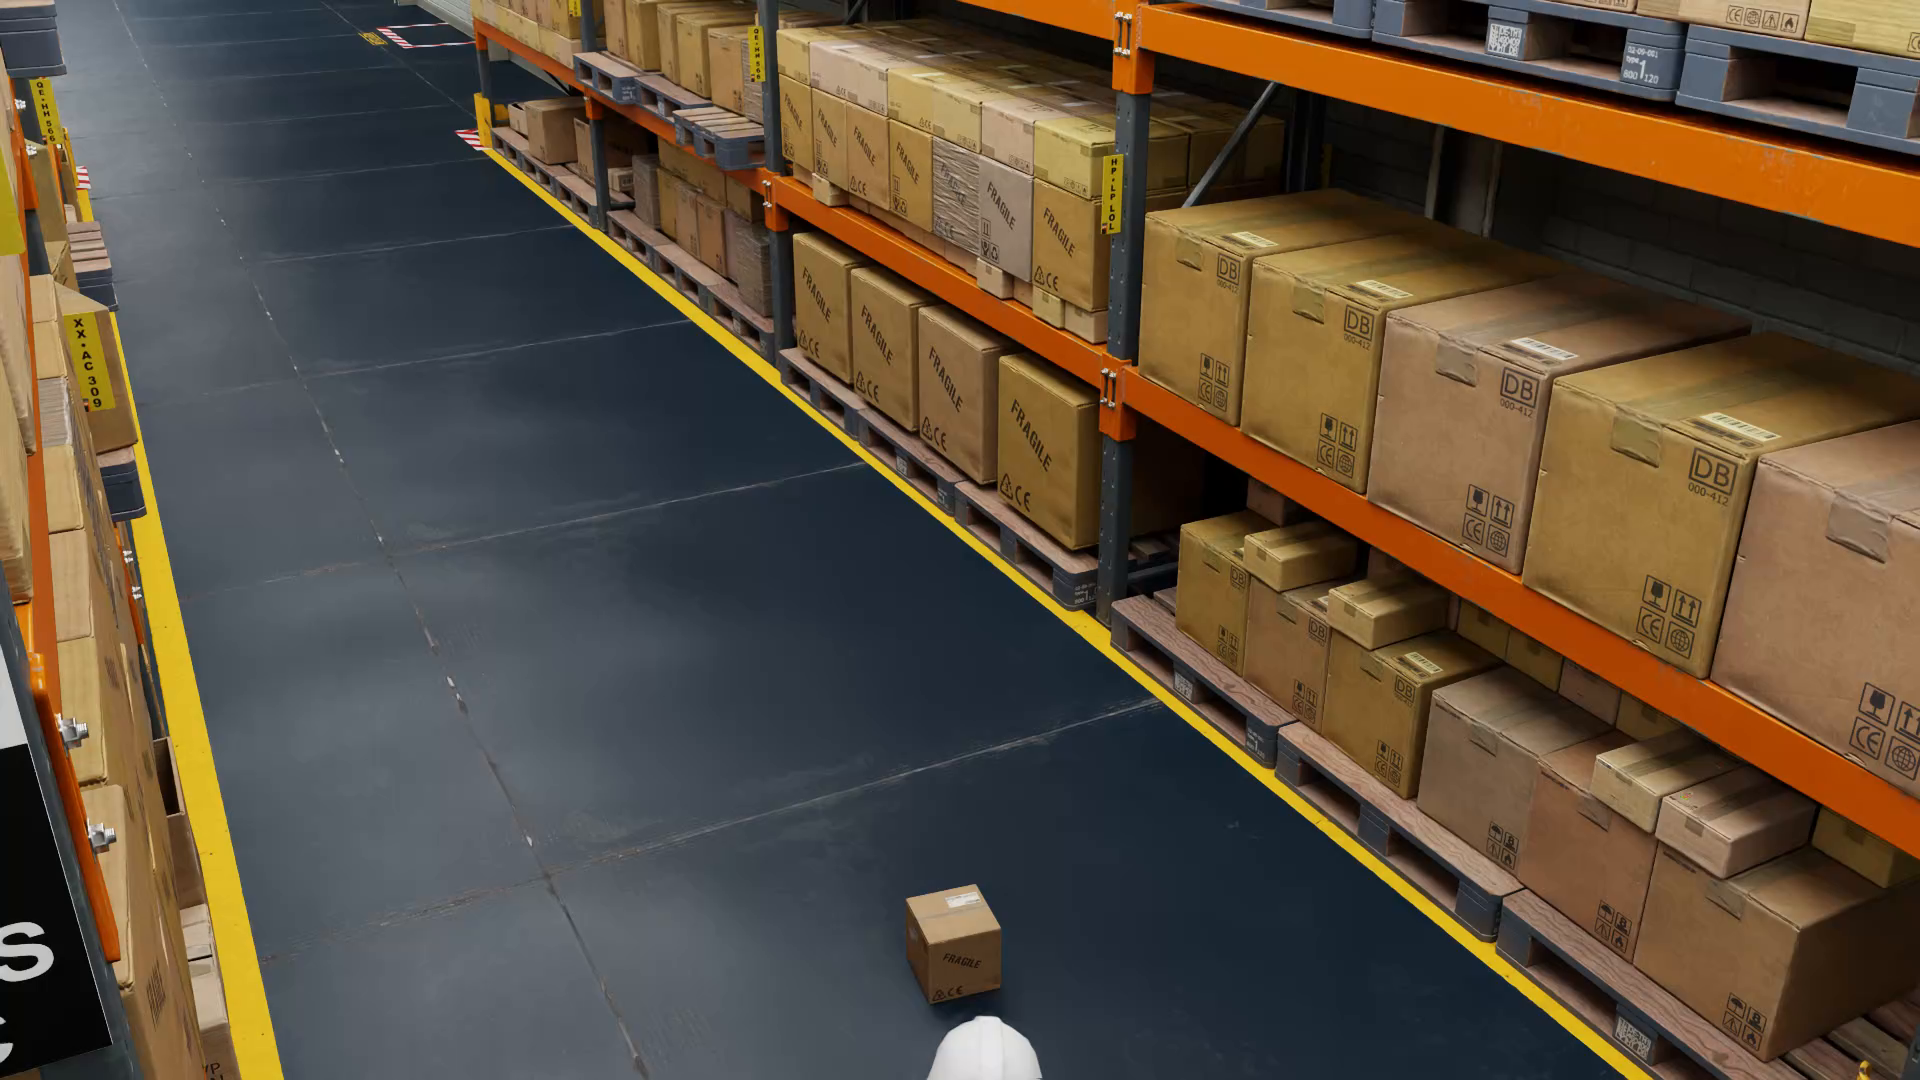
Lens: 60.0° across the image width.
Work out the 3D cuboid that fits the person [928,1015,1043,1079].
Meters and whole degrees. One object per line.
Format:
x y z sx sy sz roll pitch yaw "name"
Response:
0.013 1.624 3.132 0.577 1.748 0.787 -4 26 -9 "person"
